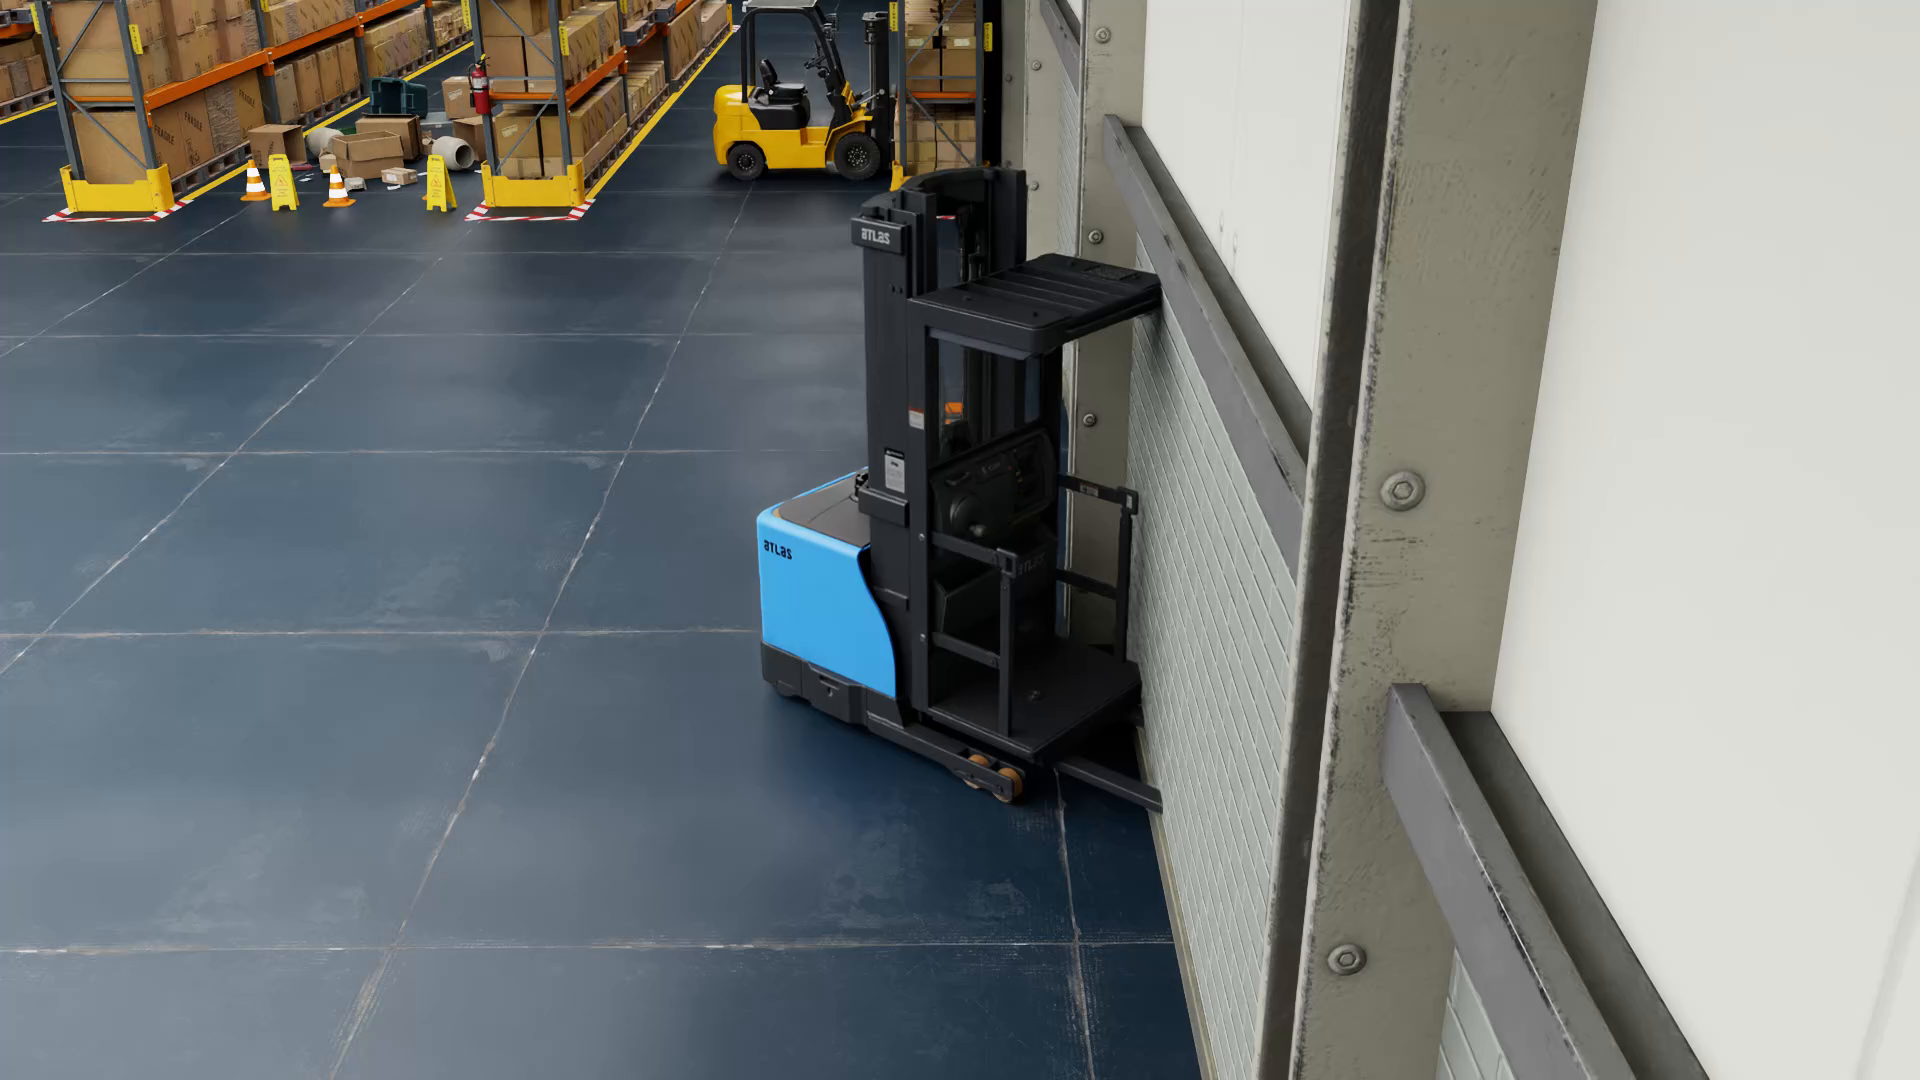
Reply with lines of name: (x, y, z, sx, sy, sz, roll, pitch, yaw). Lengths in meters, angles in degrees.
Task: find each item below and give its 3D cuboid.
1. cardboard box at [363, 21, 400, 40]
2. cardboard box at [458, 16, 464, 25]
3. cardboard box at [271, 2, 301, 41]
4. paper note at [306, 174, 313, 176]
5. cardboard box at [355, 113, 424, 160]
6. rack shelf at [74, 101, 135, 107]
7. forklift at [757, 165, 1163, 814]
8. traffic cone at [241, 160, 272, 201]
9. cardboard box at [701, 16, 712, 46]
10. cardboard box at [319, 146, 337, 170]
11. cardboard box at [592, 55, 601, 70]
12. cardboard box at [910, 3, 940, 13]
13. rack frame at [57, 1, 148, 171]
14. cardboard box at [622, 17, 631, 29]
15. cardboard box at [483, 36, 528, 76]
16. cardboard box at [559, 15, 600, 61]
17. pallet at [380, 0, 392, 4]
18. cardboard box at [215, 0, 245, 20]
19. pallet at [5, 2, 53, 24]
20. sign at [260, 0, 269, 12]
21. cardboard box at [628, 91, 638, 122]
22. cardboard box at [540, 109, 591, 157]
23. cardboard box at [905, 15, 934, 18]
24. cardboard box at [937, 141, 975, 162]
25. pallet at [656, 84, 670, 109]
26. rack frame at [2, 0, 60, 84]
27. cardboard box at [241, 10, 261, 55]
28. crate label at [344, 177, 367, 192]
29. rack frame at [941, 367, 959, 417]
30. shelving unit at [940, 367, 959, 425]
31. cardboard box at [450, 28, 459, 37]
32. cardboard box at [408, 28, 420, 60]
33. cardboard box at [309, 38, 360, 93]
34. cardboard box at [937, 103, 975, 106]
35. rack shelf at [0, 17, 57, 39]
cardboard box: (-9.992, -8.782, 28.642, 0.500, 0.250, 0.500, 0, 24, 0)
cardboard box: (-10.014, -10.265, 32.896, 0.380, 0.149, 0.250, 1, 24, 2)
cardboard box: (-9.928, -7.513, 24.101, 0.500, 0.500, 0.500, 0, 24, 0)
paper note: (-8.541, -4.798, 21.845, 0.032, 0.001, 0.123, 13, 27, 27)
cardboard box: (-7.762, -5.480, 22.591, 0.797, 0.637, 0.503, 0, 24, -1)
rack shelf: (-10.163, -5.955, 21.477, 0.831, 0.071, 3.687, 0, 24, -1)
forklift: (-11.620, -7.597, 24.490, 44.189, 2.935, 13.090, 19, 31, 36)
traffic cone: (-8.727, -4.463, 20.557, 0.336, 0.463, 0.334, 0, 24, -1)
cardboard box: (-5.223, -9.686, 31.625, 0.875, 0.438, 0.875, -1, 24, -1)
cardboard box: (-8.324, -5.096, 22.196, 0.396, 0.266, 0.258, 4, 25, 9)
cardboard box: (-4.901, -6.230, 21.690, 0.380, 0.149, 0.250, 0, 24, 0)
cardboard box: (-0.452, -6.841, 21.465, 0.380, 0.149, 0.250, 0, 24, 0)
rack frame: (-10.144, -5.394, 19.536, 0.949, 2.616, 0.053, 0, 24, -1)
cardboard box: (-4.926, -7.412, 23.793, 0.380, 0.149, 0.250, 0, 24, 0)
cardboard box: (-5.474, -5.861, 20.087, 0.500, 0.500, 0.500, -1, 24, -1)
cardboard box: (-4.950, -6.468, 21.429, 0.500, 0.500, 0.500, -1, 24, -2)
pallet: (-10.291, -9.418, 28.667, 1.003, 0.211, 1.213, 0, 24, -1)
cardboard box: (-10.093, -7.224, 22.090, 0.875, 0.550, 0.550, 0, 24, -1)
pallet: (-15.075, -8.329, 26.259, 1.213, 0.211, 1.003, 0, 24, -1)
sign: (-9.673, -9.800, 26.332, 0.100, 1.808, 8.007, 0, 24, -1)
cardboard box: (-5.244, -6.316, 24.254, 0.950, 0.372, 0.625, 0, 24, 0)
cardboard box: (-4.926, -5.081, 20.762, 0.500, 0.500, 0.500, -1, 24, -2)
cardboard box: (-0.507, -6.314, 20.301, 0.380, 0.149, 0.250, 0, 24, 1)
cardboard box: (-0.027, -4.842, 20.537, 0.500, 0.250, 0.500, 0, 24, 0)
pallet: (-5.273, -7.162, 26.828, 1.003, 0.211, 1.213, 0, 24, -1)
rack frame: (-15.189, -8.710, 26.867, 1.000, 3.000, 0.127, 0, 24, -1)
cardboard box: (-10.169, -6.958, 22.813, 0.875, 0.550, 0.550, 0, 24, -1)
crate label: (-7.664, -4.503, 21.041, 0.250, 0.136, 0.298, -14, 28, -28)
rack frame: (-0.001, -0.578, 11.073, 0.240, 1.200, 0.006, 0, 24, -1)
shelving unit: (-2.865, -5.278, 20.735, 5.752, 1.800, 21.905, 0, 24, -1)
cardboard box: (-10.009, -9.917, 32.487, 0.380, 0.149, 0.250, -1, 24, -2)
cardboard box: (-10.007, -8.876, 29.758, 0.500, 0.500, 0.500, -1, 24, -2)
cardboard box: (-10.312, -7.605, 26.646, 1.050, 0.750, 0.750, -1, 24, -1)
cardboard box: (-0.049, -5.486, 21.355, 0.500, 0.250, 0.500, 0, 24, -1)
rack shelf: (-15.167, -7.558, 25.193, 1.077, 0.370, 4.000, 0, 24, -1)
